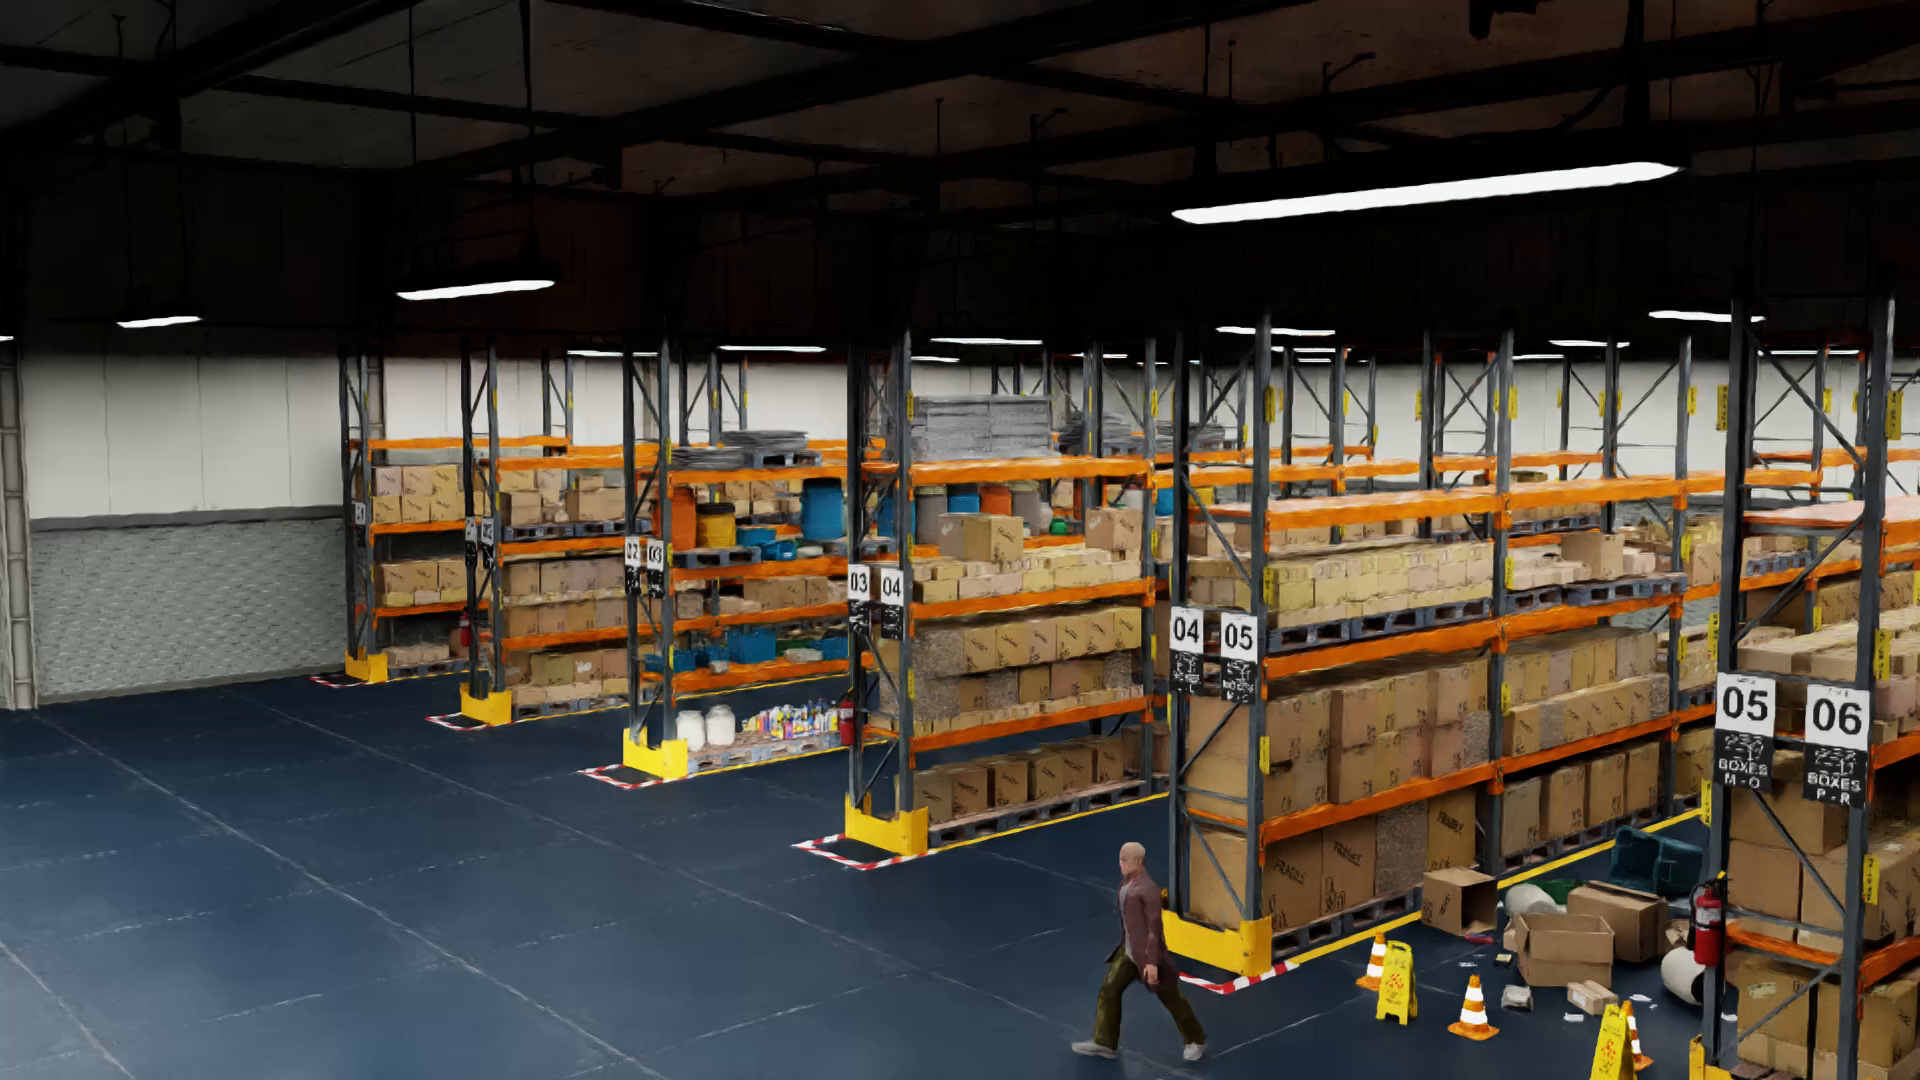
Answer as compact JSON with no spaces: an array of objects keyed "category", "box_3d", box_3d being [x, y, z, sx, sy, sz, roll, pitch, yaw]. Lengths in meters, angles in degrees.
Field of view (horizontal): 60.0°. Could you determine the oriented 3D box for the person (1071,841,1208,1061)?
[{"category":"person","box_3d":[1.416,3.165,12.803,1.045,1.728,0.632,-2,5,-21]}]
